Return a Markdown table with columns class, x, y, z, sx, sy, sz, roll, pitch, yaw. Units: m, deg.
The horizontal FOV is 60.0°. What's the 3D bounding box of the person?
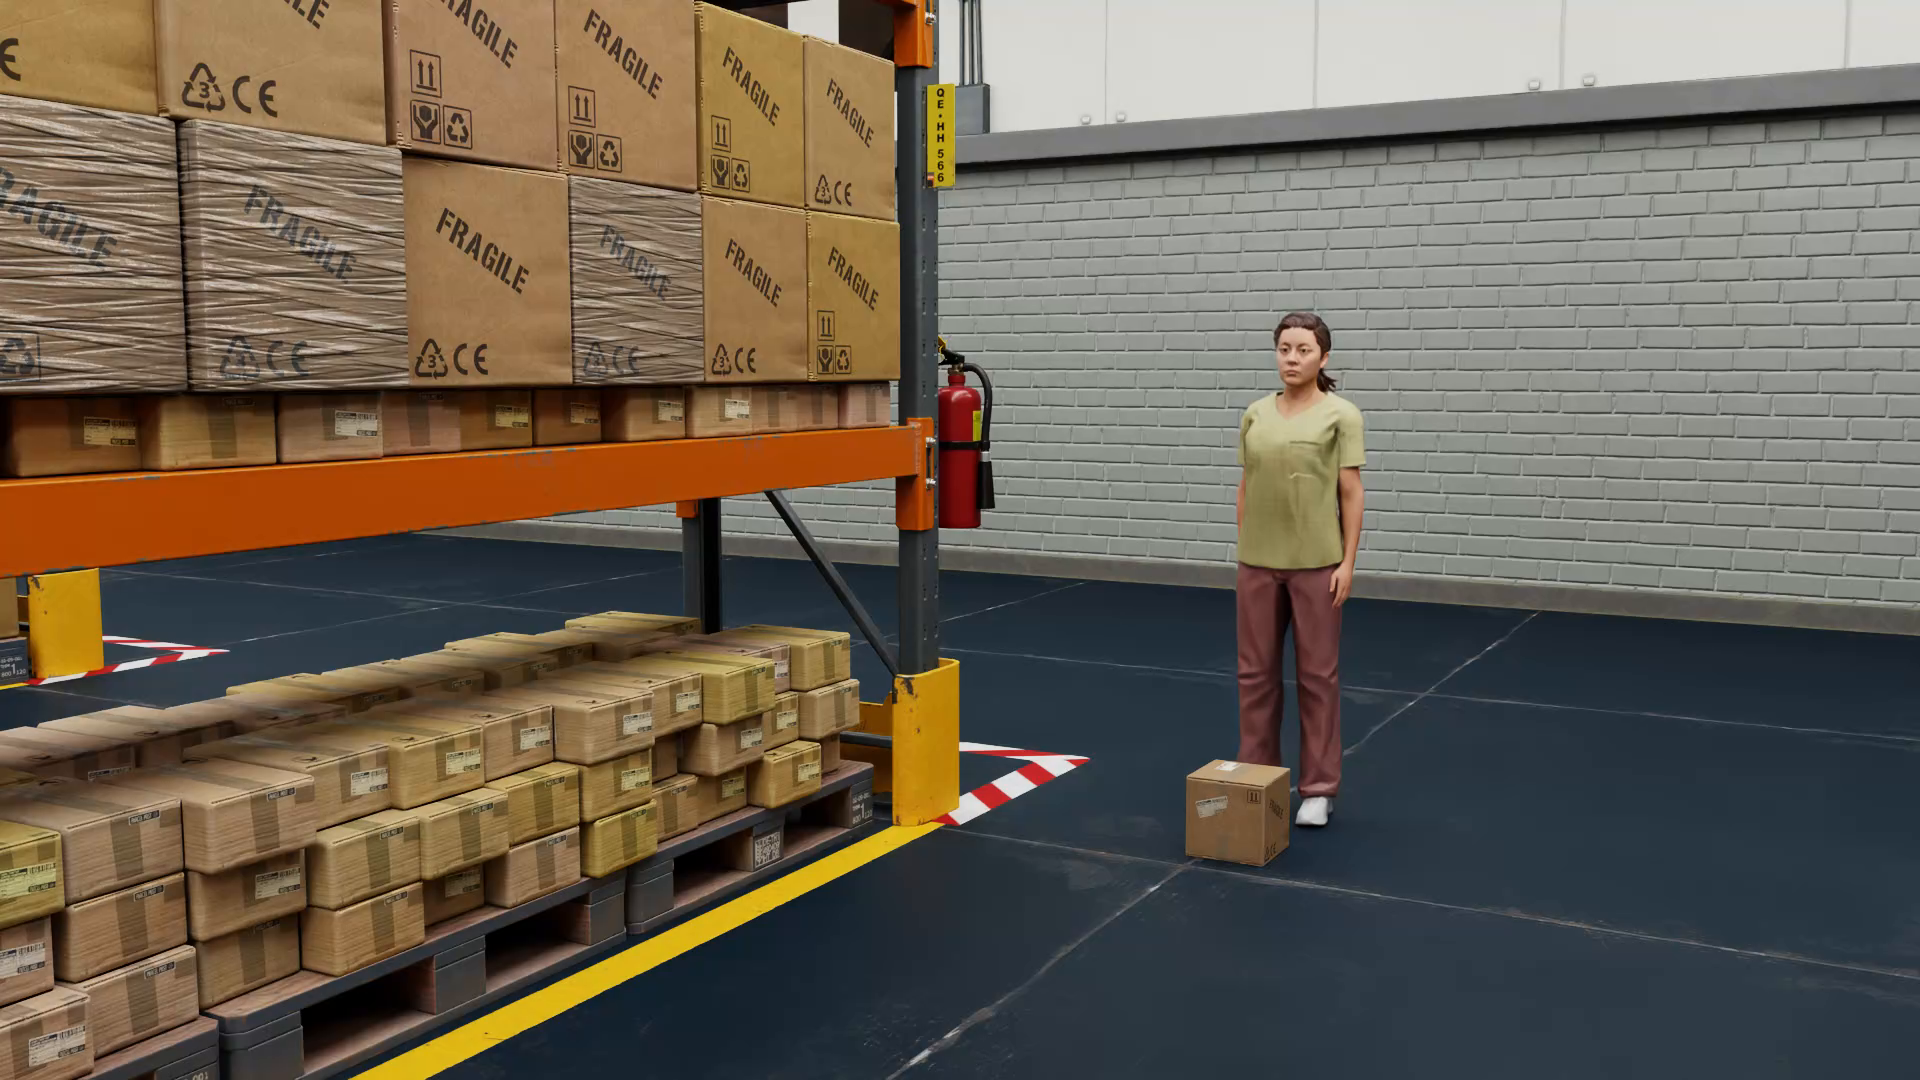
| class | x | y | z | sx | sy | sz | roll | pitch | yaw |
| --- | --- | --- | --- | --- | --- | --- | --- | --- | --- |
| person | 1.106 | 0.091 | 5.497 | 0.440 | 1.673 | 0.354 | 4 | 7 | 30 |
